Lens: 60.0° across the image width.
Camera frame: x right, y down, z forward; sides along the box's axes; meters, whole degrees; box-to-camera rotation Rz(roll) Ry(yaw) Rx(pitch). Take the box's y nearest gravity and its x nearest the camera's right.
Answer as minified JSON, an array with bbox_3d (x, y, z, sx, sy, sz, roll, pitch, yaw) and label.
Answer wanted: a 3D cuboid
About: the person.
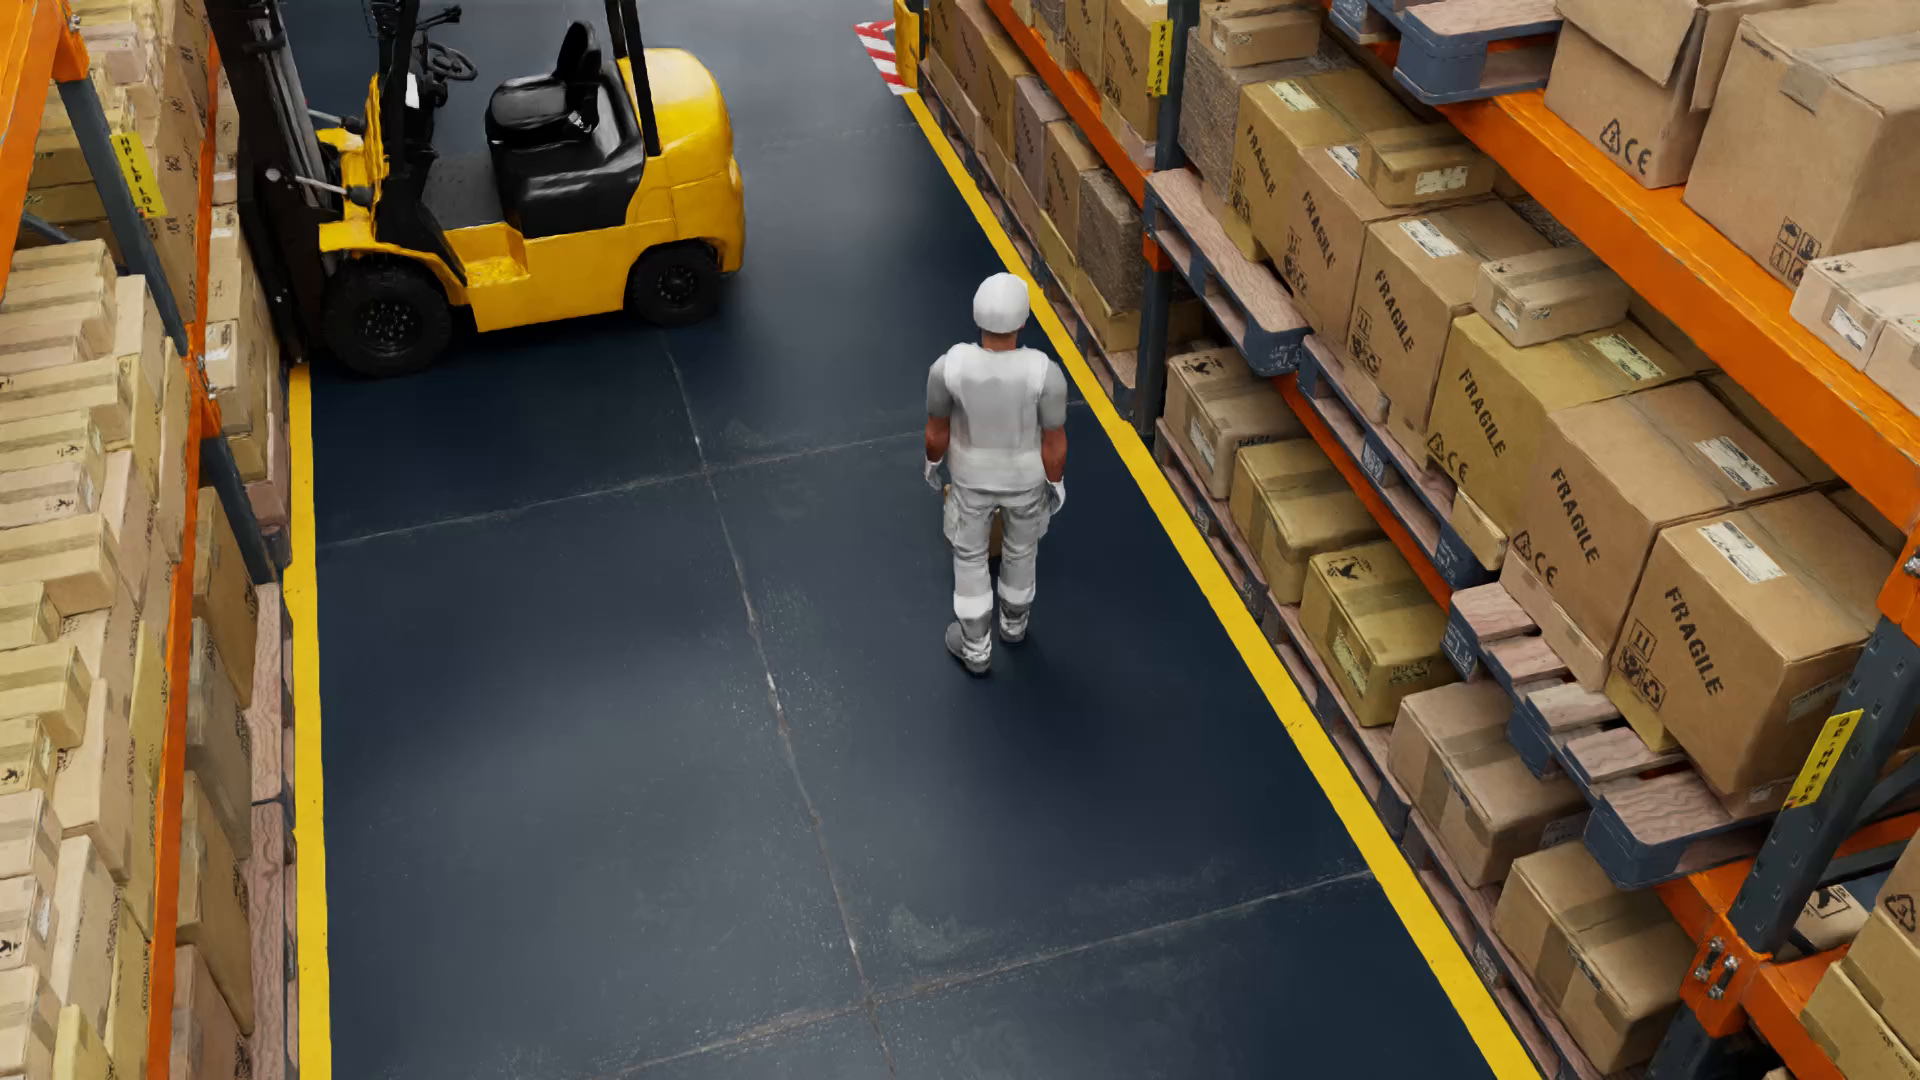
[{"bbox_3d":[7.575,-12.389,19.962,11.204,1.801,38.278,4,42,5],"label":"person"}]
